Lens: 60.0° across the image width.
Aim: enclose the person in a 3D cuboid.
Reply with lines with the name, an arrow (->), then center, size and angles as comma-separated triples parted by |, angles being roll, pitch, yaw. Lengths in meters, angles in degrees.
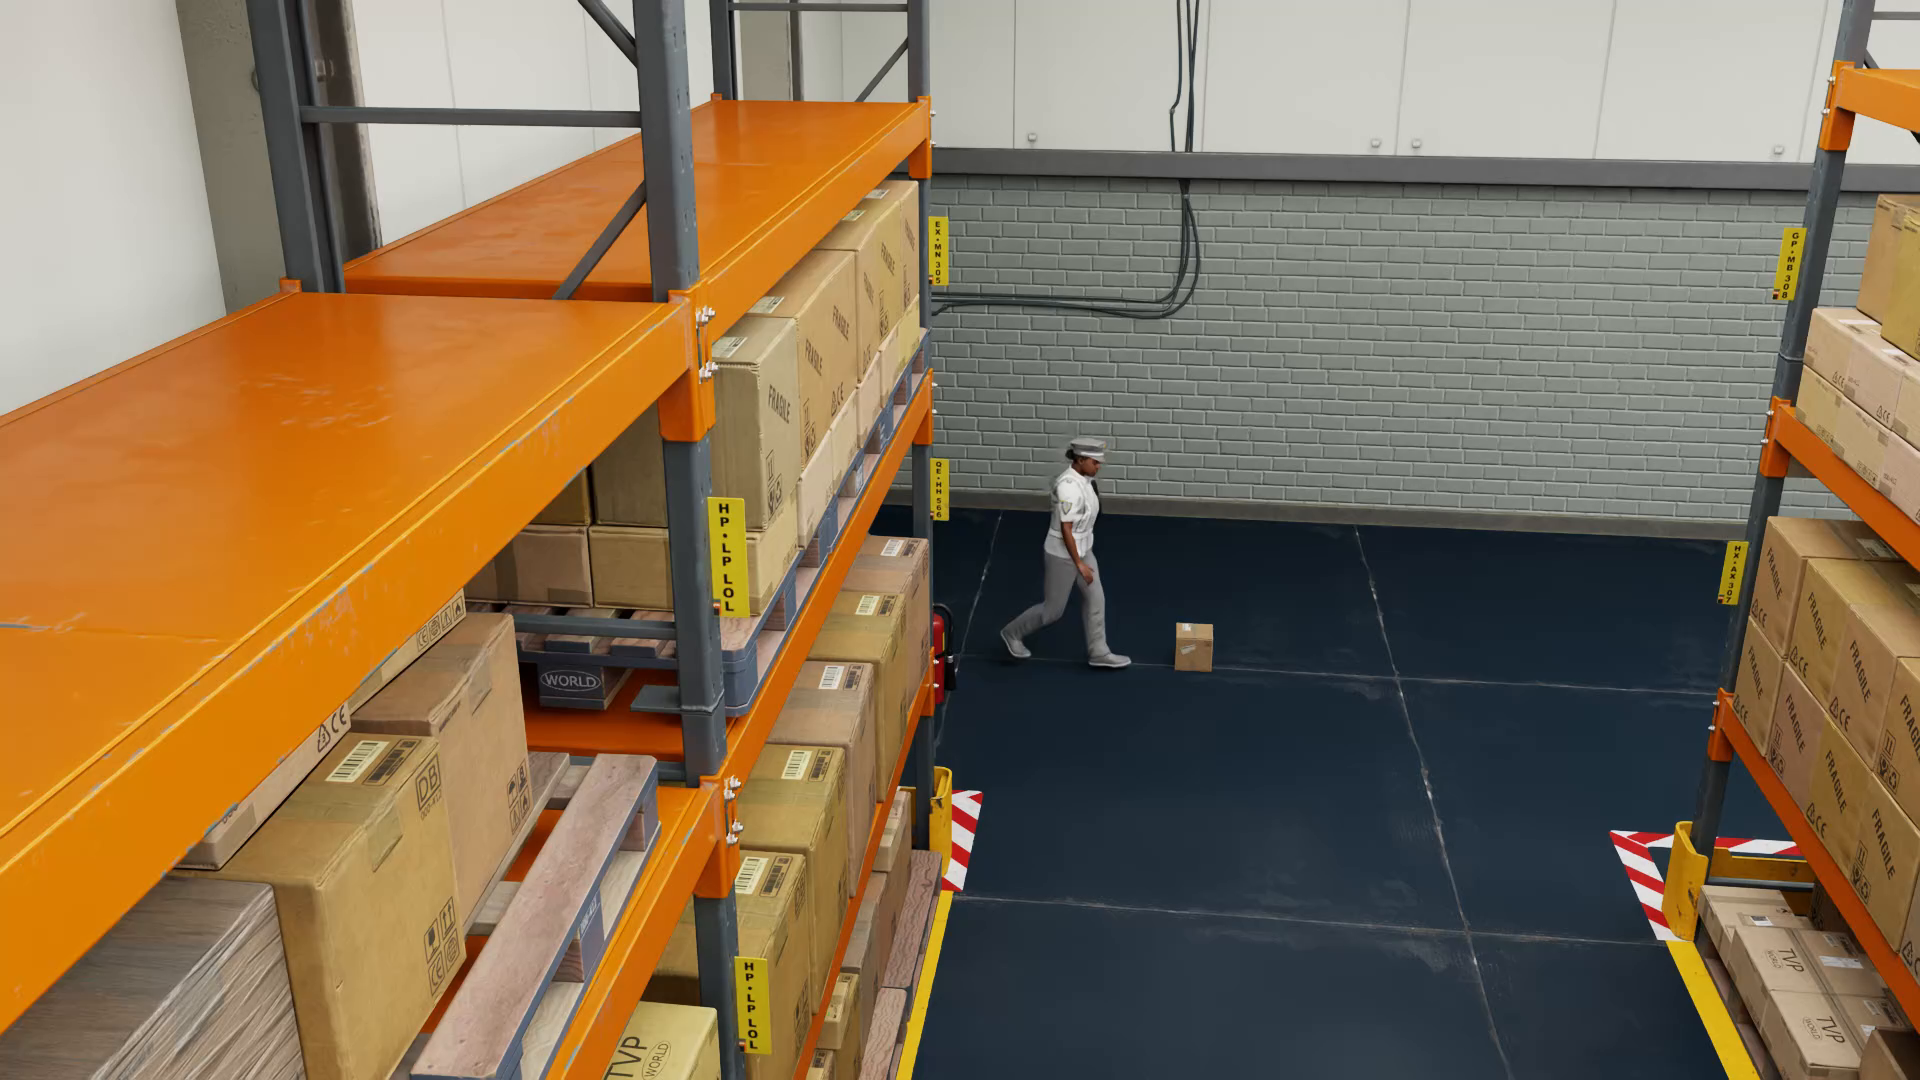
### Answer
person -> 0.725, 0.087, 11.245 | 0.894, 1.622, 0.461 | 10, 23, 24
